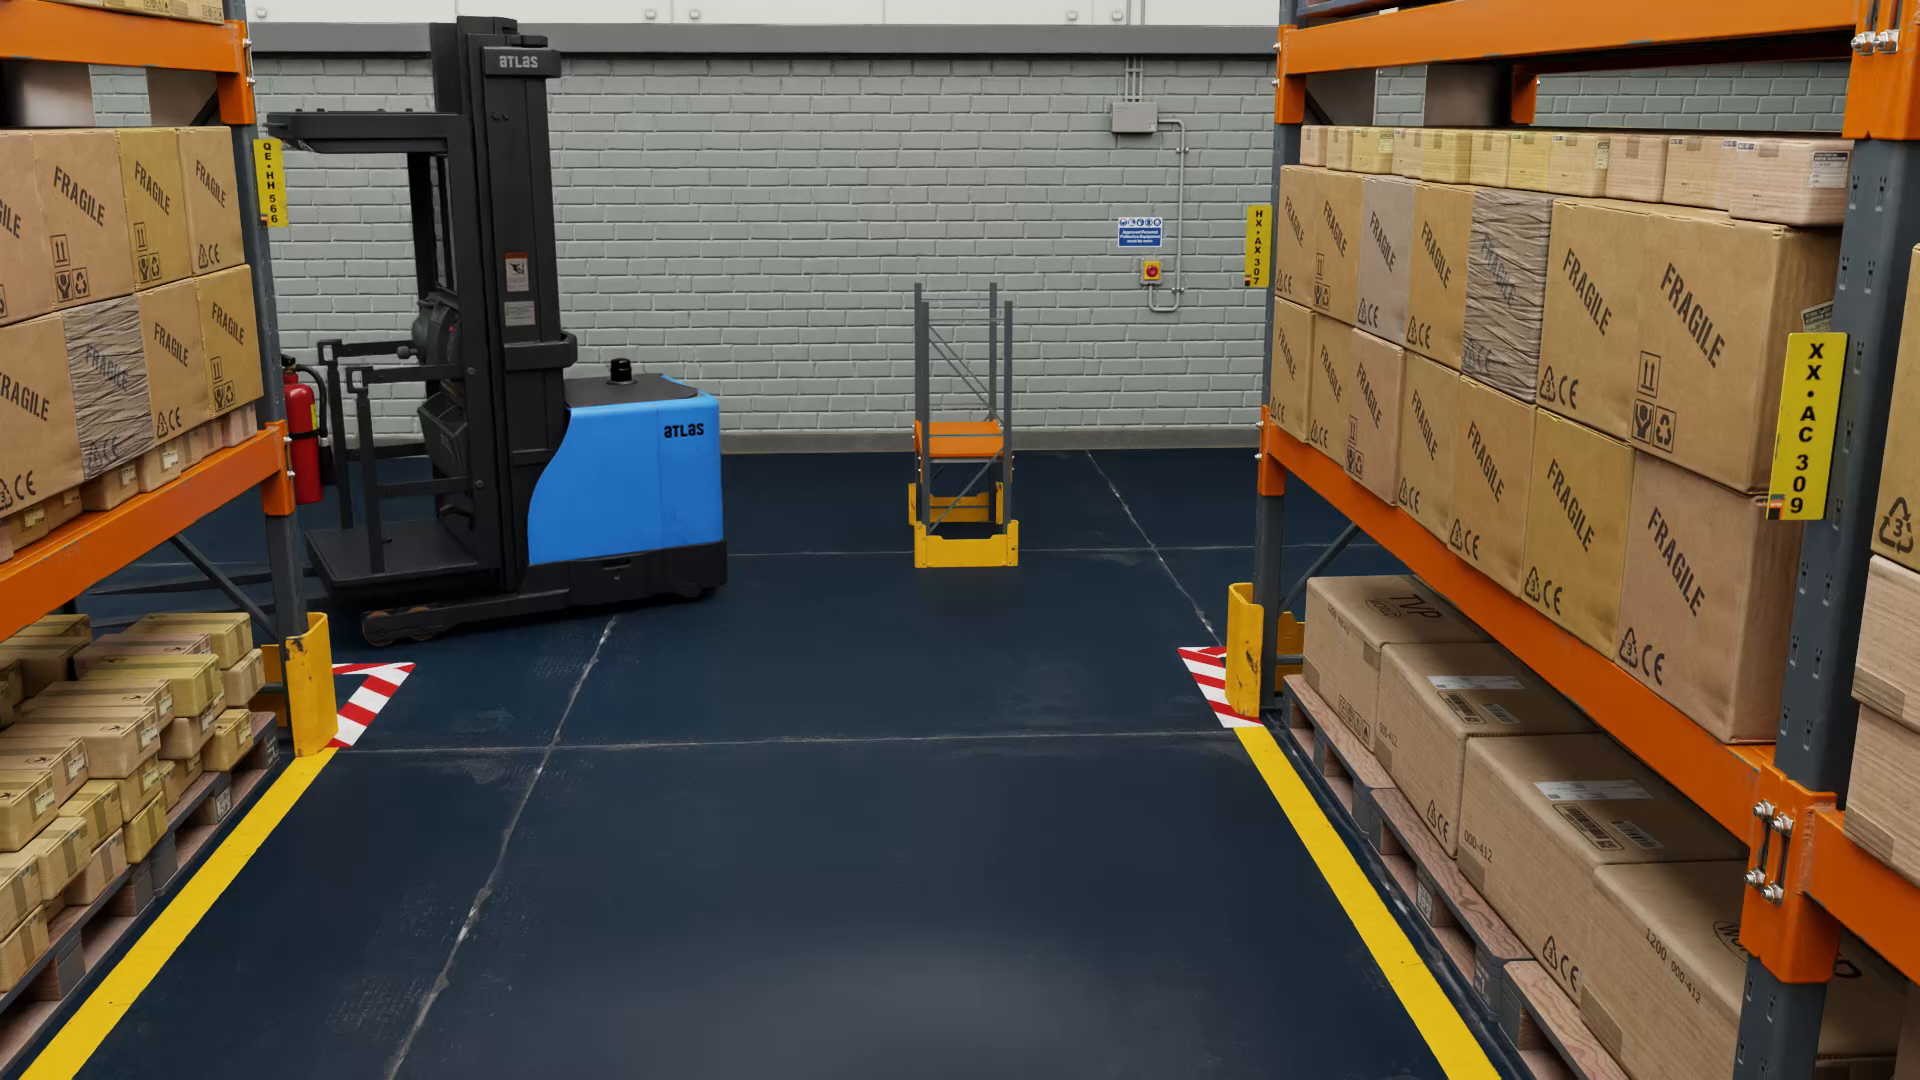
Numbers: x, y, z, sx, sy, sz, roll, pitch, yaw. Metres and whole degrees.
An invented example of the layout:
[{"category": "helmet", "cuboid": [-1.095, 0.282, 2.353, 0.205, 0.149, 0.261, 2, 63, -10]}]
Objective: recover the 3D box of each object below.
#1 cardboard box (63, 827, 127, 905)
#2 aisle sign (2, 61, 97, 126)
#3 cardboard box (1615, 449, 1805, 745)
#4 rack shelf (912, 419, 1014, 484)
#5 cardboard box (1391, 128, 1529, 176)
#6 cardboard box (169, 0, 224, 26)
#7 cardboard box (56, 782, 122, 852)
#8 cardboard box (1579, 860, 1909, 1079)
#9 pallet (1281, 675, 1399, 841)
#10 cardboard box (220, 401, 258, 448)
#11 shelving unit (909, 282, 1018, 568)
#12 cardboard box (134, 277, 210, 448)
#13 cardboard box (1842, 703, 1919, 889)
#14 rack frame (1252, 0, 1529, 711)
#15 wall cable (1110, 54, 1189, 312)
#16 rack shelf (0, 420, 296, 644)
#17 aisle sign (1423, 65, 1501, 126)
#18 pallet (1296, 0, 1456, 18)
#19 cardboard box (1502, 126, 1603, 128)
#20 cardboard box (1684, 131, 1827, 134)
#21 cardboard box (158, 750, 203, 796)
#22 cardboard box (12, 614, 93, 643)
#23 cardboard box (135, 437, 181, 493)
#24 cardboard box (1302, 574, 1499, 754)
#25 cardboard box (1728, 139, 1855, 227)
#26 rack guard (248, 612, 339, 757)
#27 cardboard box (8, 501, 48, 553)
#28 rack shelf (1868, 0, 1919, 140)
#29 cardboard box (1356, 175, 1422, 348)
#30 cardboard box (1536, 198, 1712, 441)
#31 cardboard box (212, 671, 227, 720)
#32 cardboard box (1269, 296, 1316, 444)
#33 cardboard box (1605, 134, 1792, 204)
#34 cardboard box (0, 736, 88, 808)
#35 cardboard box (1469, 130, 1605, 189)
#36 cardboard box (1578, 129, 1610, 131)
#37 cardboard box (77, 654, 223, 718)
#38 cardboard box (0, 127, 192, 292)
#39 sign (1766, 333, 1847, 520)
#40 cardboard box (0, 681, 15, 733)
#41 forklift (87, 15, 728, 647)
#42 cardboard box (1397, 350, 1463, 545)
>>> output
[{"category": "cardboard box", "cuboid": [-2.780, 0.988, 5.044, 0.380, 0.149, 0.250, -1, 14, -2]}, {"category": "aisle sign", "cuboid": [-3.476, -1.911, 6.215, 0.394, 0.787, 0.004, -1, 14, -3]}, {"category": "cardboard box", "cuboid": [1.726, 0.095, 3.435, 0.500, 0.500, 0.500, -1, 14, -3]}, {"category": "rack shelf", "cuboid": [0.005, -0.531, 9.802, 0.538, 0.185, 1.000, -1, 14, -3]}, {"category": "cardboard box", "cuboid": [1.600, -1.234, 5.292, 0.380, 0.149, 0.250, -1, 14, -3]}, {"category": "cardboard box", "cuboid": [-2.880, -1.909, 5.708, 0.500, 0.250, 0.500, -1, 14, -5]}, {"category": "cardboard box", "cuboid": [-2.778, 0.844, 5.008, 0.380, 0.149, 0.250, 0, 14, -1]}, {"category": "cardboard box", "cuboid": [2.078, 1.135, 3.895, 0.875, 0.438, 0.875, -1, 14, -4]}, {"category": "pallet", "cuboid": [1.890, 0.809, 6.461, 1.003, 0.211, 1.213, -1, 14, -3]}, {"category": "cardboard box", "cuboid": [-2.870, -0.440, 6.220, 0.380, 0.149, 0.250, -1, 14, -3]}, {"category": "shelving unit", "cuboid": [0.005, -0.707, 9.766, 0.587, 1.500, 1.083, -1, 14, -3]}, {"category": "cardboard box", "cuboid": [-2.861, -0.595, 5.520, 0.500, 0.500, 0.500, -1, 14, -4]}, {"category": "cardboard box", "cuboid": [1.774, 0.441, 2.592, 0.500, 0.250, 0.500, -1, 14, -5]}, {"category": "rack frame", "cuboid": [1.762, -0.740, 6.881, 1.000, 3.000, 0.127, -1, 14, -3]}, {"category": "wall cable", "cuboid": [1.390, -2.649, 12.200, 0.585, 1.953, 0.123, -1, 14, -3]}, {"category": "rack shelf", "cuboid": [-3.048, 0.208, 4.643, 1.077, 0.370, 4.000, -1, 14, -3]}, {"category": "aisle sign", "cuboid": [2.067, -2.021, 6.645, 0.394, 0.787, 0.004, -1, 14, -3]}, {"category": "pallet", "cuboid": [1.819, -1.965, 5.802, 1.003, 0.211, 1.213, -1, 14, -3]}, {"category": "cardboard box", "cuboid": [2.124, -1.375, 5.840, 0.380, 0.149, 0.250, -1, 14, -4]}, {"category": "cardboard box", "cuboid": [2.120, -0.991, 4.349, 0.380, 0.149, 0.250, -1, 14, -4]}, {"category": "cardboard box", "cuboid": [-2.884, 0.796, 5.790, 0.380, 0.149, 0.250, -1, 14, -4]}, {"category": "cardboard box", "cuboid": [-3.479, 0.387, 6.188, 0.380, 0.149, 0.250, -2, 15, -6]}, {"category": "cardboard box", "cuboid": [-2.822, -0.252, 5.490, 0.380, 0.149, 0.250, 0, 14, -2]}, {"category": "cardboard box", "cuboid": [1.903, 0.460, 6.516, 0.875, 0.438, 0.875, -1, 14, -5]}, {"category": "cardboard box", "cuboid": [1.673, -0.663, 3.076, 0.380, 0.149, 0.250, -1, 14, -5]}, {"category": "rack guard", "cuboid": [-3.167, 0.591, 6.725, 1.175, 0.500, 0.348, -1, 14, -3]}, {"category": "cardboard box", "cuboid": [-2.845, -0.052, 4.714, 0.380, 0.149, 0.250, -1, 14, -2]}, {"category": "rack shelf", "cuboid": [2.134, -0.352, 0.797, 1.077, 0.370, 4.000, -1, 14, -3]}, {"category": "cardboard box", "cuboid": [1.586, -0.892, 5.267, 0.500, 0.500, 0.500, -1, 14, -4]}, {"category": "cardboard box", "cuboid": [1.682, -0.517, 3.808, 0.500, 0.500, 0.500, -1, 14, -4]}, {"category": "cardboard box", "cuboid": [-2.892, 0.588, 6.003, 0.380, 0.149, 0.250, -1, 14, -5]}, {"category": "cardboard box", "cuboid": [1.505, -0.664, 6.388, 0.500, 0.500, 0.500, -1, 14, -4]}, {"category": "cardboard box", "cuboid": [1.726, -0.855, 3.822, 0.380, 0.149, 0.250, -1, 14, -4]}, {"category": "cardboard box", "cuboid": [-2.855, 0.703, 4.958, 0.380, 0.149, 0.250, -1, 14, -5]}, {"category": "cardboard box", "cuboid": [1.627, -1.043, 4.552, 0.380, 0.149, 0.250, -1, 14, -3]}, {"category": "cardboard box", "cuboid": [2.118, -1.184, 5.098, 0.380, 0.149, 0.250, -1, 14, -2]}, {"category": "cardboard box", "cuboid": [-2.785, 0.505, 5.730, 0.380, 0.149, 0.250, -1, 14, -5]}, {"category": "cardboard box", "cuboid": [-2.864, -1.079, 5.395, 0.500, 0.500, 0.500, -1, 14, -5]}, {"category": "sign", "cuboid": [1.456, -0.193, 2.862, 0.100, 0.325, 0.005, -1, 14, -3]}, {"category": "cardboard box", "cuboid": [-3.356, 0.578, 5.443, 0.380, 0.149, 0.250, -2, 15, -6]}, {"category": "forklift", "cuboid": [-2.787, -1.055, 8.245, 3.031, 2.935, 1.130, -7, 16, -27]}, {"category": "cardboard box", "cuboid": [1.626, -0.288, 4.924, 0.500, 0.500, 0.500, 0, 14, -2]}]
